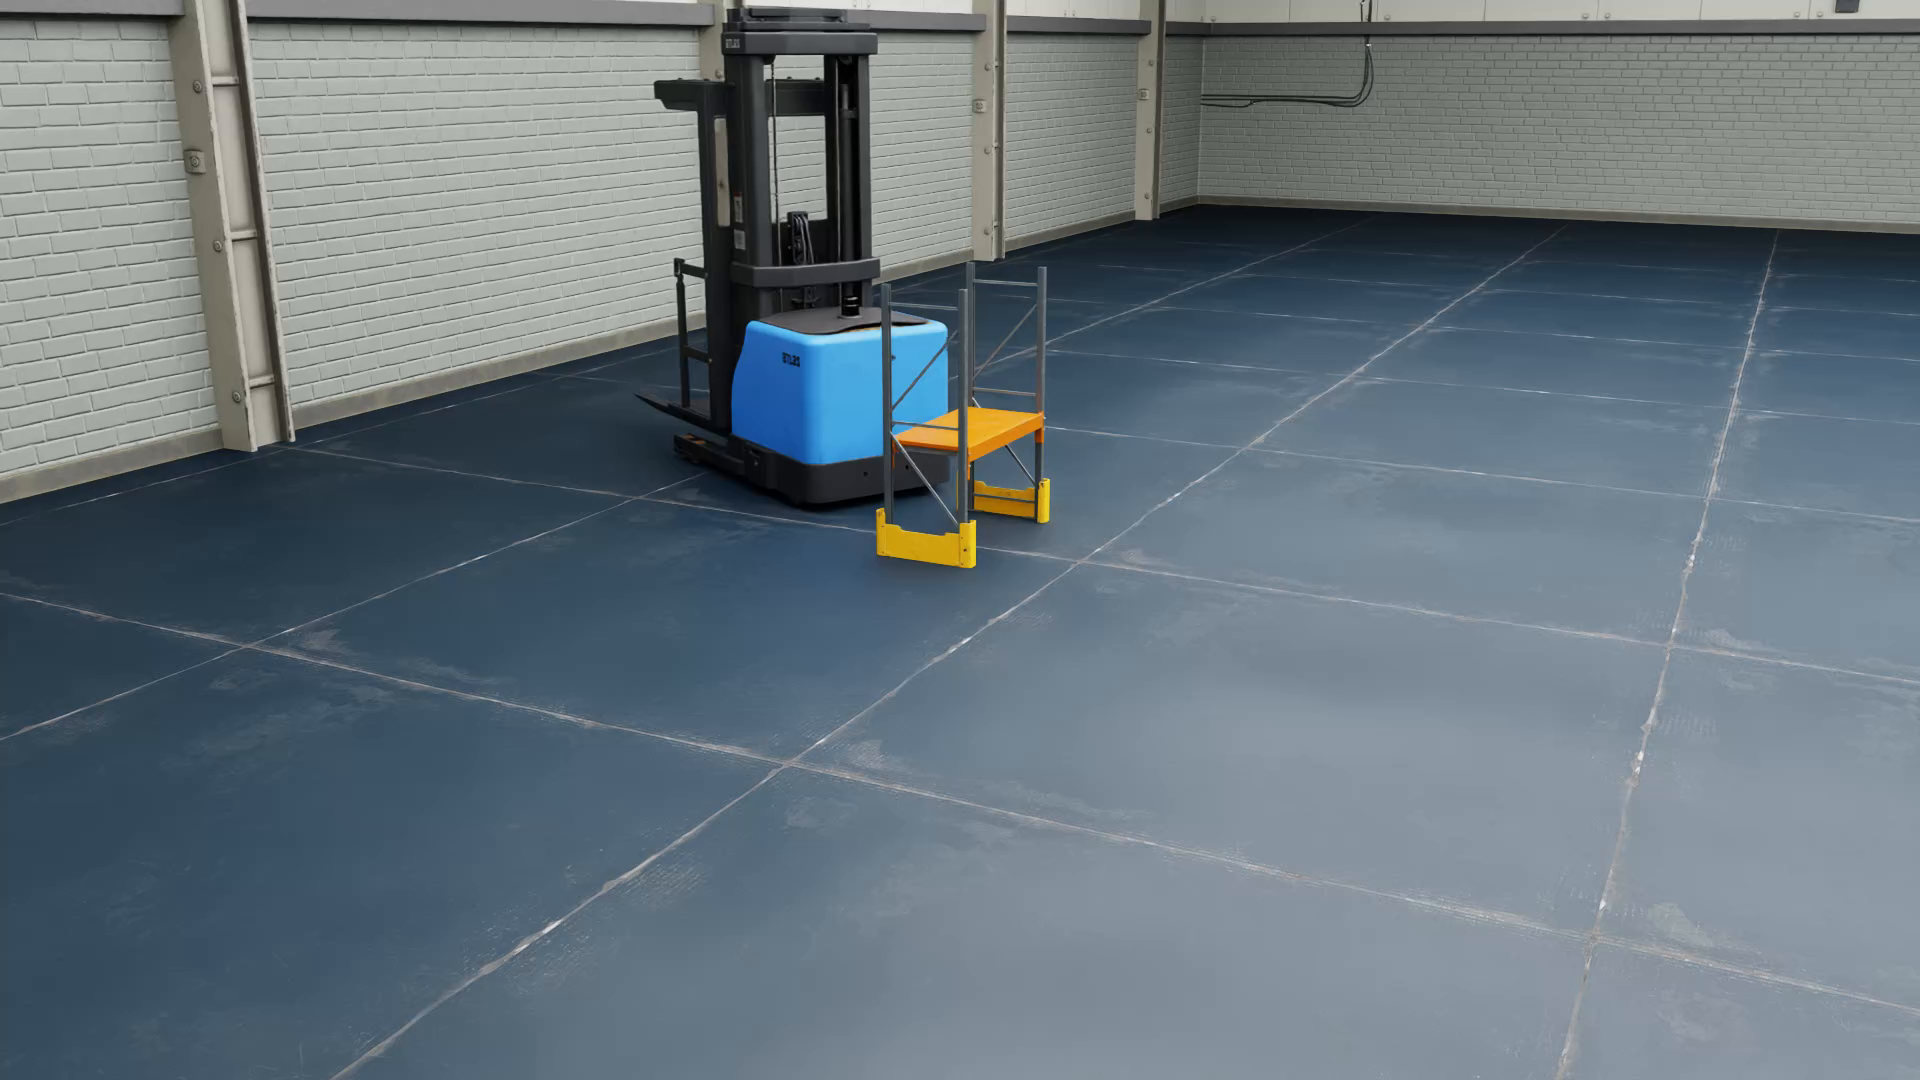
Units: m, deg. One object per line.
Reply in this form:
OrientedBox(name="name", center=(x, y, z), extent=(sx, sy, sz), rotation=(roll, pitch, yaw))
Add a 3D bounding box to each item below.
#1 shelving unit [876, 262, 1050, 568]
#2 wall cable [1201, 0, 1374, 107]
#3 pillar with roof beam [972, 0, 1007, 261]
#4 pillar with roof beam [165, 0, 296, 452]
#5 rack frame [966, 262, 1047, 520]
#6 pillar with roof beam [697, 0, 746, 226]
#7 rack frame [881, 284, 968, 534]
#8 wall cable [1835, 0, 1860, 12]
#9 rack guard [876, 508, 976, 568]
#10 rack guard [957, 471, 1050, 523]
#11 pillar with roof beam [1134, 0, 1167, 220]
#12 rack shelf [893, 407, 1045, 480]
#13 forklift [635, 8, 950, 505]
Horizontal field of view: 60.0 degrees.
OrientedBox(name="shelving unit", center=(0.034, -0.738, 9.376), extent=(0.587, 1.500, 1.083), rotation=(8, 18, 25))
OrientedBox(name="wall cable", center=(5.555, -8.676, 28.384), extent=(3.097, 2.526, 0.112), rotation=(8, 18, 25))
OrientedBox(name="pillar with roof beam", center=(4.226, -7.506, 18.992), extent=(9.100, 9.000, 0.400), rotation=(8, 18, 25))
OrientedBox(name="pillar with roof beam", center=(-1.136, -4.450, 8.701), extent=(9.100, 9.000, 0.400), rotation=(8, 18, 25))
OrientedBox(name="rack frame", center=(0.265, -0.870, 9.820), extent=(0.500, 1.500, 0.032), rotation=(8, 18, 25))
OrientedBox(name="pillar with roof beam", center=(1.545, -5.978, 13.847), extent=(9.100, 9.000, 0.400), rotation=(8, 18, 25))
OrientedBox(name="rack frame", center=(-0.189, -0.611, 8.948), extent=(0.500, 1.500, 0.032), rotation=(8, 18, 25))
OrientedBox(name="wall cable", center=(14.041, -10.583, 23.378), extent=(2.305, 6.003, 0.169), rotation=(8, 18, 25))
OrientedBox(name="rack guard", center=(-0.188, -0.012, 9.127), extent=(0.587, 0.250, 0.087), rotation=(8, 18, 25))
OrientedBox(name="rack guard", center=(0.257, -0.266, 9.981), extent=(0.587, 0.250, 0.087), rotation=(8, 18, 25))
OrientedBox(name="pillar with roof beam", center=(6.907, -9.035, 24.138), extent=(9.100, 9.000, 0.400), rotation=(8, 18, 25))
OrientedBox(name="rack shelf", center=(0.038, -0.568, 9.435), extent=(0.538, 0.185, 1.000), rotation=(8, 18, 25))
OrientedBox(name="forklift", center=(-1.304, -1.983, 11.054), extent=(1.130, 2.935, 3.031), rotation=(-11, 20, -33))
